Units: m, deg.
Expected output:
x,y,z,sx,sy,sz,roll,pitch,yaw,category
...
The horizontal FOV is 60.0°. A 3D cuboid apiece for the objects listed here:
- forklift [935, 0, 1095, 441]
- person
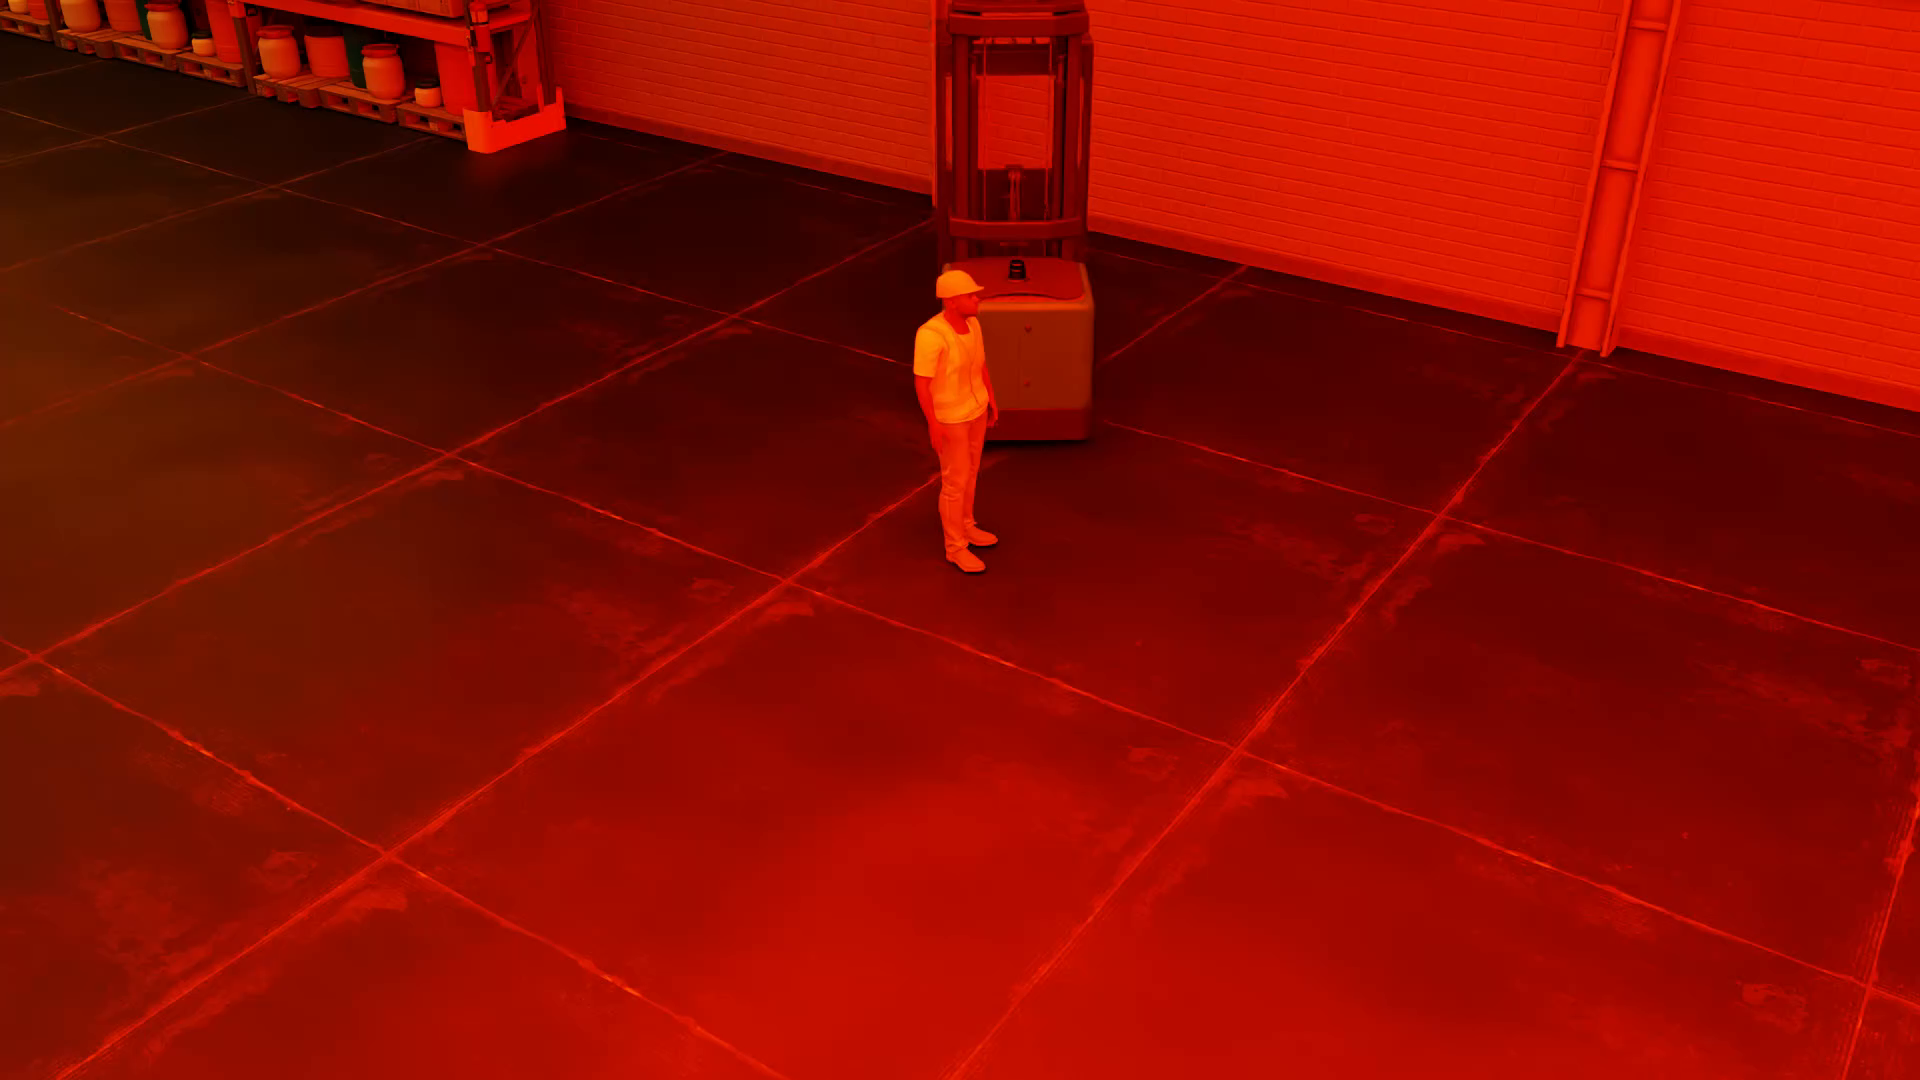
x,y,z,sx,sy,sz,roll,pitch,yaw,category
0.372,-2.657,12.157,1.130,2.935,3.031,-1,30,-1,forklift
0.054,-0.748,10.015,0.577,1.765,0.665,19,35,29,person
